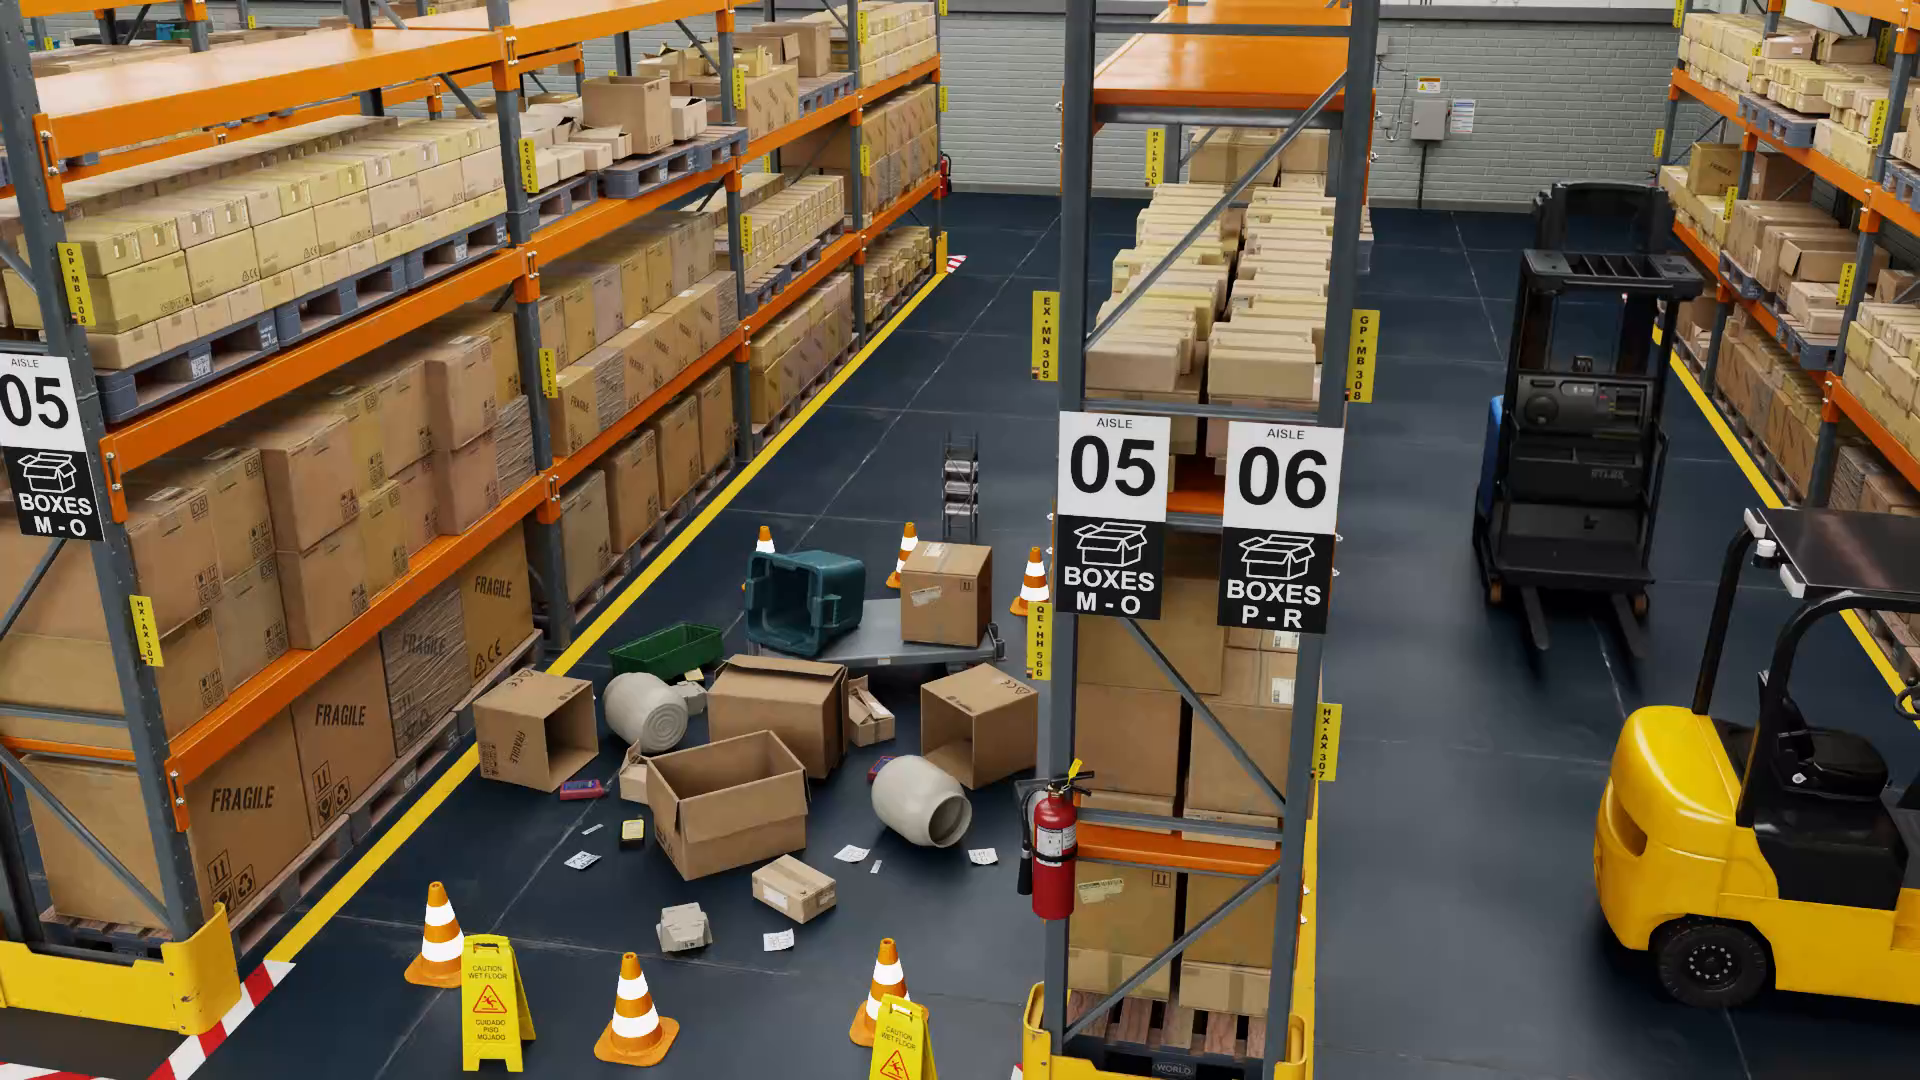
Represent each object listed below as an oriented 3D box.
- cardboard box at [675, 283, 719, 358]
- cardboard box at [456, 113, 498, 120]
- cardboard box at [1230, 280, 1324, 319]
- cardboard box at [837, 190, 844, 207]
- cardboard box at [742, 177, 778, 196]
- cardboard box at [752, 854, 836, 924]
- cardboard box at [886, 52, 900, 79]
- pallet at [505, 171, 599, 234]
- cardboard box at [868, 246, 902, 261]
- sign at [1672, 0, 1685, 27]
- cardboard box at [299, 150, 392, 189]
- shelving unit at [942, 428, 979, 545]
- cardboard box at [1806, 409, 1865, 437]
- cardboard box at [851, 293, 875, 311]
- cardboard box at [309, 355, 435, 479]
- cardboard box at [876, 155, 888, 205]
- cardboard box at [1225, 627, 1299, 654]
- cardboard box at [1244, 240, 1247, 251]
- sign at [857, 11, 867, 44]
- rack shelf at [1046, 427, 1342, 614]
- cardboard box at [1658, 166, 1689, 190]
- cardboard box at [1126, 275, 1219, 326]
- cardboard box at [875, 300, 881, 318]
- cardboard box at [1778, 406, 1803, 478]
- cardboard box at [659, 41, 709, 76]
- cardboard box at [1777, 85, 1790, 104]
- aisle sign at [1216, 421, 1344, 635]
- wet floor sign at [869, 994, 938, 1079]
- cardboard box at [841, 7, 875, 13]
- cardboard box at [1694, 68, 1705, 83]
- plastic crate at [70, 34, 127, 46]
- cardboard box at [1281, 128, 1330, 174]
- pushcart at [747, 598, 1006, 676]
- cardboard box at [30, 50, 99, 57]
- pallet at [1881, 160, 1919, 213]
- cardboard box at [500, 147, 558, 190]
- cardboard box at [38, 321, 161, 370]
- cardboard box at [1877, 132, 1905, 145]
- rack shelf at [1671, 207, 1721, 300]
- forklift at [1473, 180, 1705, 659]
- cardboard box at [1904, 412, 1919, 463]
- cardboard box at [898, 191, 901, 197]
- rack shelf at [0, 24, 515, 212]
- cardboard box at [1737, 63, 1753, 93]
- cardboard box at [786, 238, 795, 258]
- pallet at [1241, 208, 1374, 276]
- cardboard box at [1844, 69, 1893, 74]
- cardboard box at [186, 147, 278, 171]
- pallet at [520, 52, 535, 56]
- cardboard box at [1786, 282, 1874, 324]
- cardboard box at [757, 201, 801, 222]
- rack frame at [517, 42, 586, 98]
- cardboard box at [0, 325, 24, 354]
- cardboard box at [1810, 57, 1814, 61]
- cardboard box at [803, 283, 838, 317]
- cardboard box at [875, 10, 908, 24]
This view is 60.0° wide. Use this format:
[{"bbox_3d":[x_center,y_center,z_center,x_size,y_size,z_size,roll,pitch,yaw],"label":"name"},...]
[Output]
[{"bbox_3d":[-2.319,-1.821,13.726,0.500,0.500,0.500,4,22,11],"label":"cardboard box"},{"bbox_3d":[-5.848,-4.962,20.458,0.500,0.500,0.500,4,22,9],"label":"cardboard box"},{"bbox_3d":[1.348,-0.999,7.073,0.380,0.149,0.250,4,22,11],"label":"cardboard box"},{"bbox_3d":[-1.458,-3.661,17.804,0.380,0.149,0.250,5,23,13],"label":"cardboard box"},{"bbox_3d":[-2.152,-3.748,17.622,0.380,0.149,0.250,5,22,12],"label":"cardboard box"},{"bbox_3d":[-0.863,1.813,8.652,0.380,0.149,0.250,18,28,38],"label":"cardboard box"},{"bbox_3d":[-0.999,-5.449,19.053,0.500,0.250,0.500,5,23,13],"label":"cardboard box"},{"bbox_3d":[-3.064,-2.321,11.342,0.805,0.209,1.217,4,22,9],"label":"pallet"},{"bbox_3d":[-0.927,-3.531,20.564,0.380,0.149,0.250,4,22,9],"label":"cardboard box"},{"bbox_3d":[8.441,-6.189,19.520,0.100,0.325,0.005,4,22,11],"label":"sign"},{"bbox_3d":[-3.223,-1.946,8.727,0.380,0.149,0.250,4,22,10],"label":"cardboard box"},{"bbox_3d":[0.002,-0.420,13.193,0.258,0.900,0.210,4,22,11],"label":"shelving unit"},{"bbox_3d":[7.193,-0.961,13.640,0.380,0.149,0.250,3,22,8],"label":"cardboard box"},{"bbox_3d":[-1.183,-2.724,18.957,0.380,0.149,0.250,5,23,13],"label":"cardboard box"},{"bbox_3d":[-3.555,-0.720,9.481,0.875,0.550,0.550,4,22,11],"label":"cardboard box"},{"bbox_3d":[-1.129,-4.133,19.068,0.500,0.500,0.500,4,22,11],"label":"cardboard box"},{"bbox_3d":[1.318,0.598,7.322,0.500,0.500,0.500,5,23,13],"label":"cardboard box"},{"bbox_3d":[1.735,-1.432,8.681,0.500,0.250,0.500,4,22,10],"label":"cardboard box"},{"bbox_3d":[-1.026,-5.378,17.457,0.100,0.325,0.005,4,22,11],"label":"sign"},{"bbox_3d":[1.256,-0.665,7.938,1.077,0.370,4.000,4,22,11],"label":"rack shelf"},{"bbox_3d":[8.616,-4.274,19.752,0.500,0.250,0.500,5,22,11],"label":"cardboard box"},{"bbox_3d":[0.911,-1.031,7.152,0.380,0.149,0.250,4,22,11],"label":"cardboard box"},{"bbox_3d":[-1.127,-2.683,19.255,0.380,0.149,0.250,5,22,13],"label":"cardboard box"},{"bbox_3d":[7.328,-0.813,14.142,0.500,0.500,0.500,4,22,10],"label":"cardboard box"},{"bbox_3d":[-2.468,-4.291,14.820,0.396,0.266,0.258,4,22,11],"label":"cardboard box"},{"bbox_3d":[7.500,-3.951,14.774,0.380,0.149,0.250,4,22,10],"label":"cardboard box"},{"bbox_3d":[1.138,-0.036,5.947,0.394,0.787,0.004,4,22,11],"label":"aisle sign"},{"bbox_3d":[-0.239,2.204,7.017,0.267,0.644,0.232,13,25,29],"label":"wet floor sign"},{"bbox_3d":[-1.239,-6.329,20.035,0.380,0.149,0.250,5,22,12],"label":"cardboard box"},{"bbox_3d":[8.385,-5.157,18.463,0.380,0.149,0.250,4,22,11],"label":"cardboard box"},{"bbox_3d":[-10.732,-6.162,20.798,0.497,0.269,0.590,4,22,11],"label":"plastic crate"},{"bbox_3d":[2.267,-2.454,10.385,0.500,0.250,0.500,4,22,10],"label":"cardboard box"},{"bbox_3d":[-0.578,0.722,11.056,1.648,0.377,0.936,-3,22,-8],"label":"pushcart"},{"bbox_3d":[-7.676,-3.889,14.177,0.500,0.500,0.500,5,22,11],"label":"cardboard box"},{"bbox_3d":[7.289,-2.474,11.718,1.213,0.211,1.003,6,23,13],"label":"pallet"},{"bbox_3d":[-2.835,-2.451,10.894,0.258,0.266,0.396,4,22,10],"label":"cardboard box"},{"bbox_3d":[-3.635,-0.833,7.033,0.380,0.149,0.250,5,22,11],"label":"cardboard box"},{"bbox_3d":[7.177,-3.080,12.637,0.380,0.149,0.250,5,22,12],"label":"cardboard box"},{"bbox_3d":[8.564,-3.285,18.459,1.077,0.370,4.000,4,22,11],"label":"rack shelf"},{"bbox_3d":[4.464,-0.963,11.820,1.130,2.935,3.031,5,22,11],"label":"forklift"},{"bbox_3d":[6.697,-0.649,11.152,0.500,0.250,0.500,5,23,13],"label":"cardboard box"},{"bbox_3d":[-0.931,-4.248,20.222,0.380,0.149,0.250,5,22,12],"label":"cardboard box"},{"bbox_3d":[-3.611,-2.211,8.297,1.077,0.370,4.000,4,22,11],"label":"rack shelf"},{"bbox_3d":[8.010,-4.543,16.406,0.500,0.250,0.500,5,22,11],"label":"cardboard box"},{"bbox_3d":[-1.829,-2.854,16.198,0.380,0.149,0.250,5,22,12],"label":"cardboard box"},{"bbox_3d":[1.894,-1.861,10.195,1.213,0.211,1.003,4,22,11],"label":"pallet"},{"bbox_3d":[7.995,-4.047,14.613,0.380,0.149,0.250,4,22,9],"label":"cardboard box"},{"bbox_3d":[-3.868,-1.992,8.843,0.380,0.149,0.250,4,22,11],"label":"cardboard box"},{"bbox_3d":[-5.977,-6.114,20.622,1.003,0.211,1.213,4,22,11],"label":"pallet"},{"bbox_3d":[7.238,-1.960,13.845,0.500,0.250,0.500,3,22,8],"label":"cardboard box"},{"bbox_3d":[-1.781,-3.222,16.317,0.380,0.149,0.250,4,22,10],"label":"cardboard box"},{"bbox_3d":[-5.589,-5.483,22.953,1.000,3.000,0.127,4,22,11],"label":"rack frame"},{"bbox_3d":[-4.283,-0.880,7.148,0.380,0.149,0.250,4,22,11],"label":"cardboard box"},{"bbox_3d":[8.536,-4.739,16.223,0.500,0.250,0.500,4,22,10],"label":"cardboard box"},{"bbox_3d":[-1.593,-2.510,17.350,0.500,0.250,0.500,6,23,13],"label":"cardboard box"},{"bbox_3d":[-0.826,-6.197,19.707,0.380,0.149,0.250,5,22,12],"label":"cardboard box"}]
